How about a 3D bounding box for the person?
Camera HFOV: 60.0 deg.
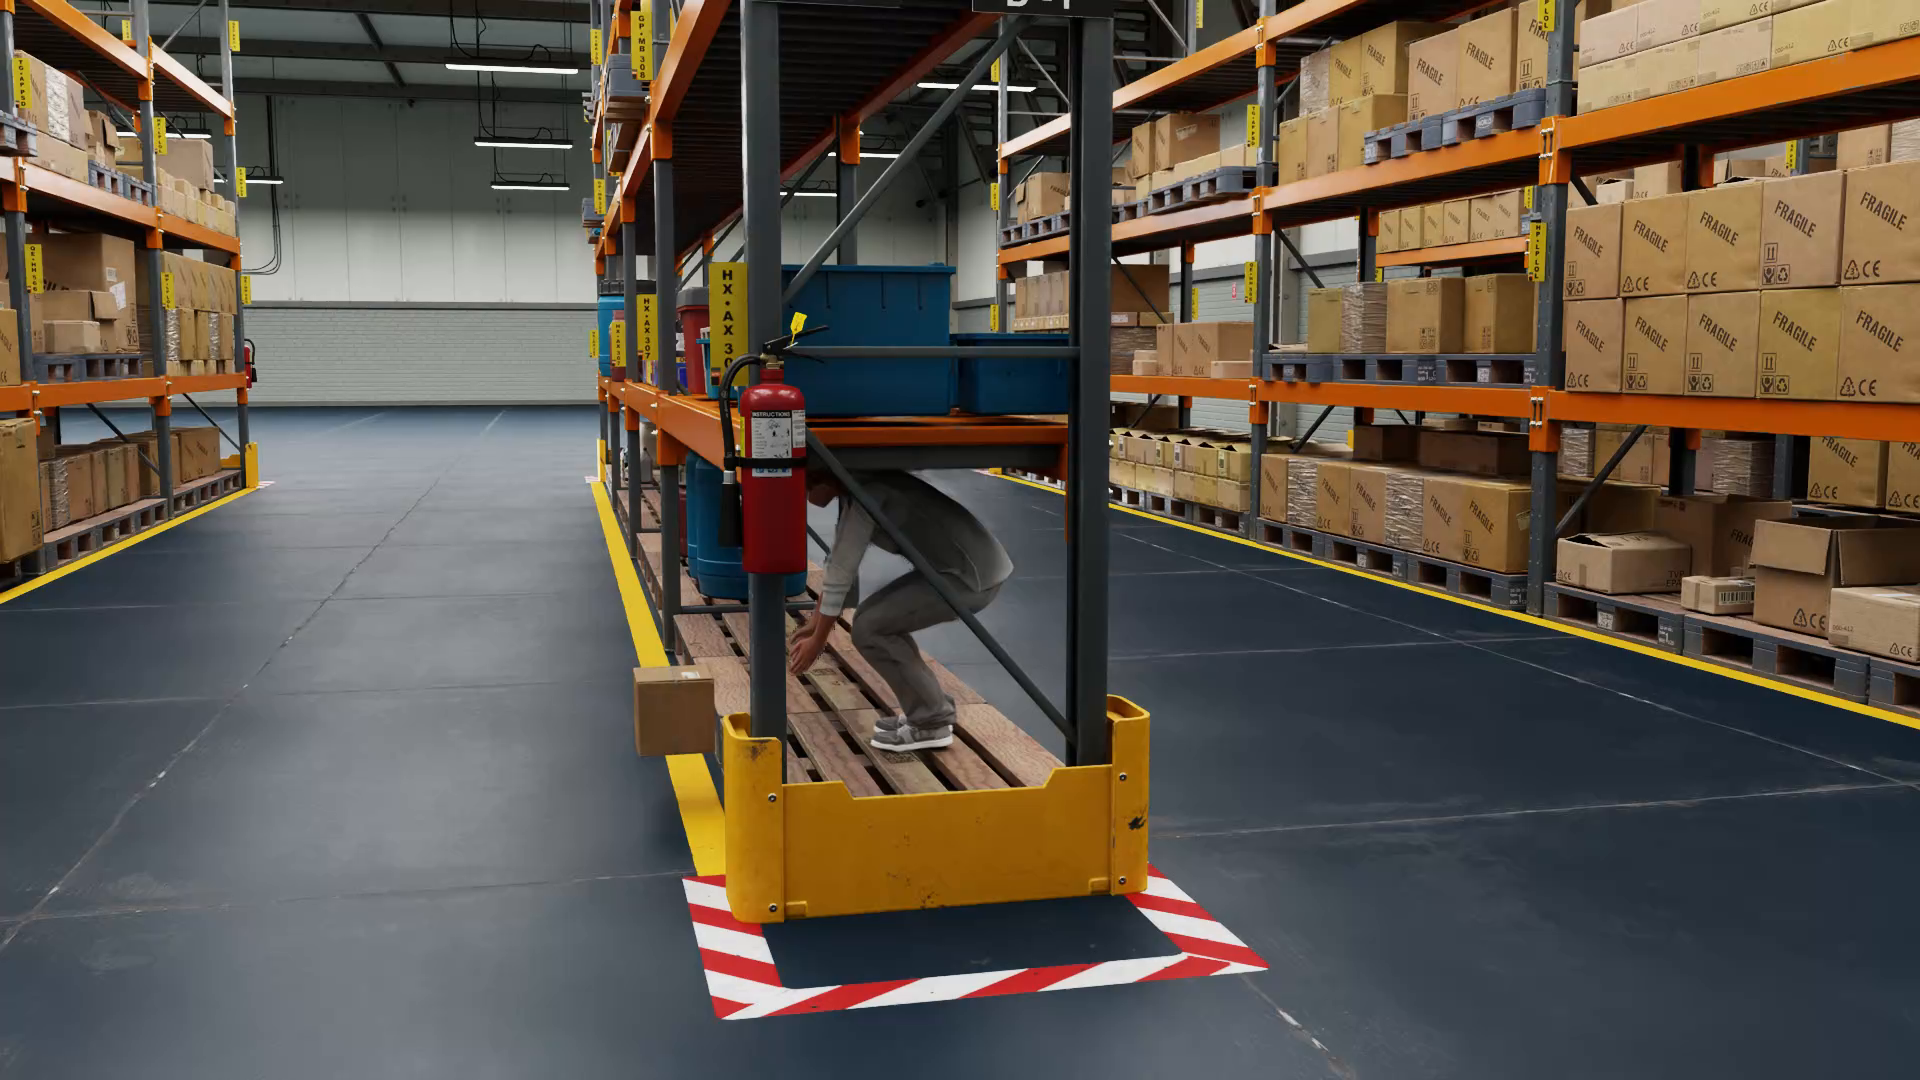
[{"bbox_3d":[-0.202,0.174,5.491,0.765,1.031,0.454,0,6,-1],"label":"person"}]
